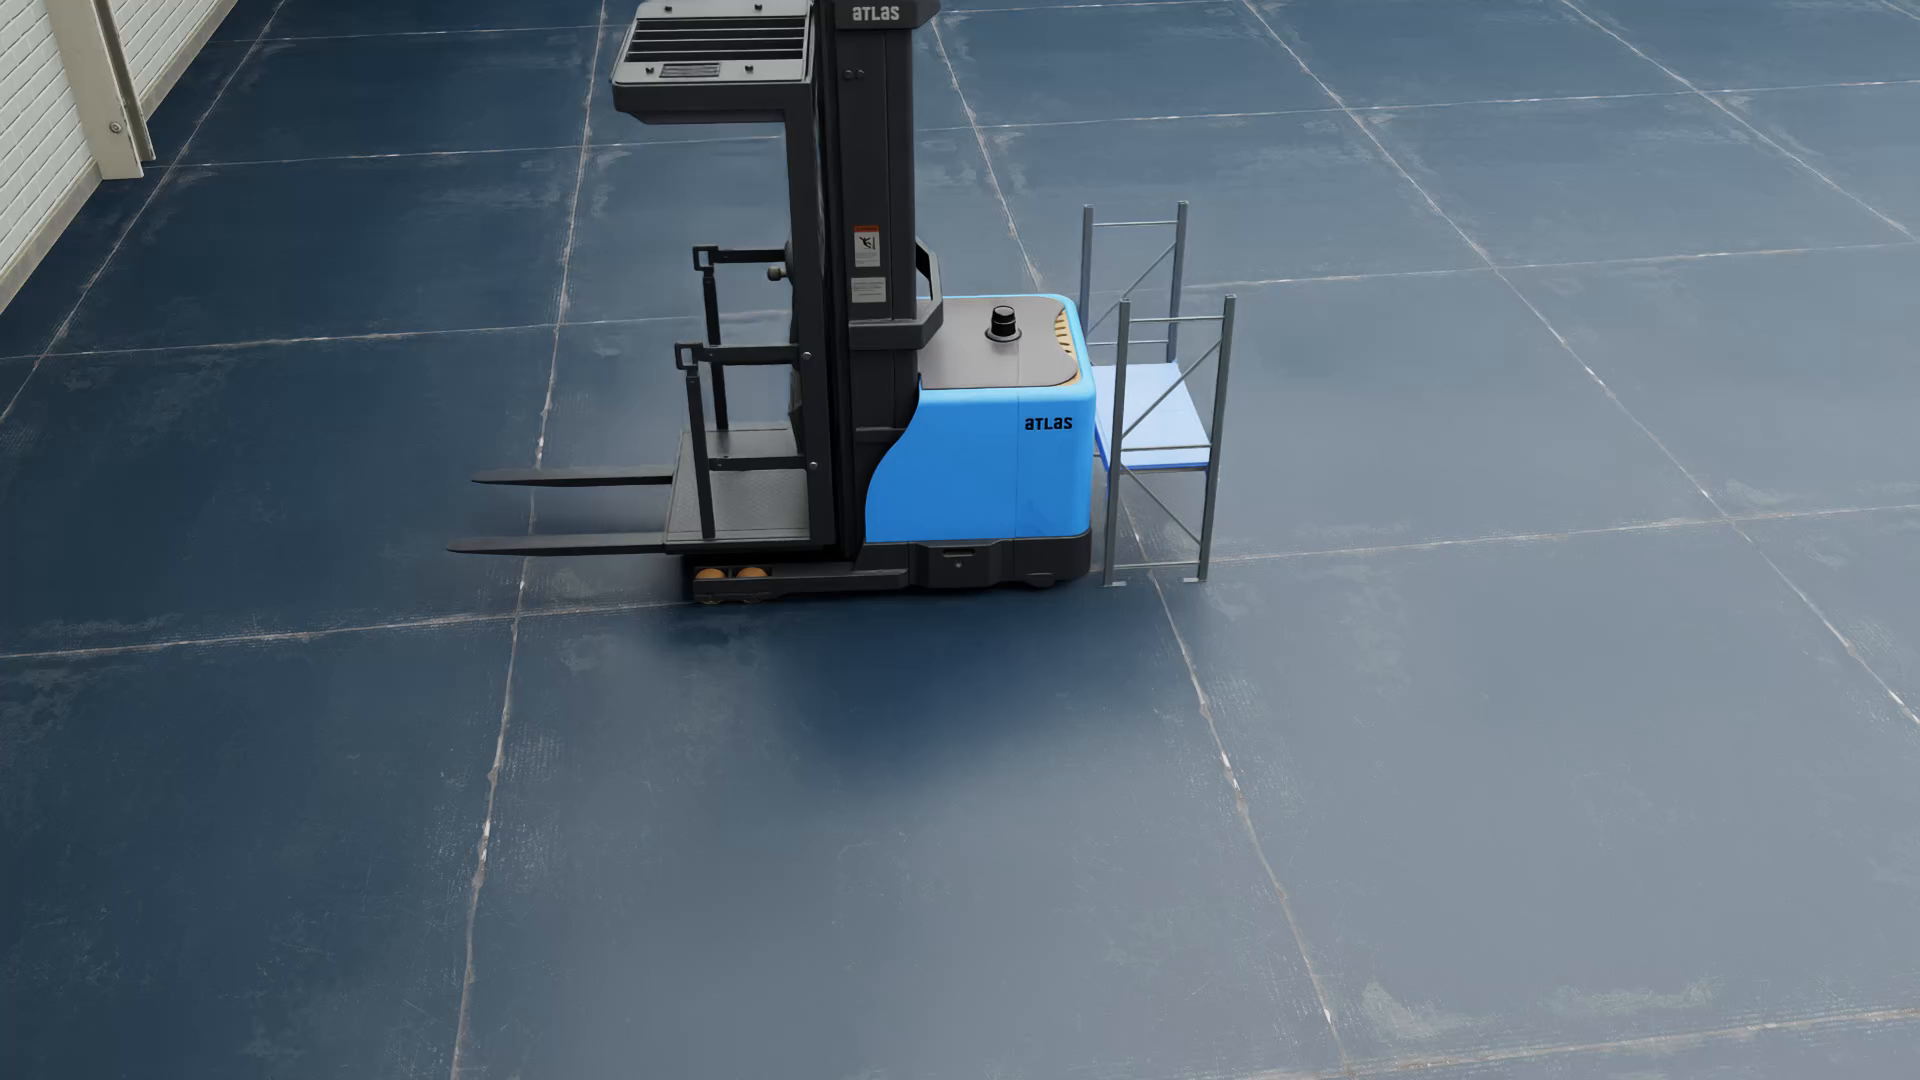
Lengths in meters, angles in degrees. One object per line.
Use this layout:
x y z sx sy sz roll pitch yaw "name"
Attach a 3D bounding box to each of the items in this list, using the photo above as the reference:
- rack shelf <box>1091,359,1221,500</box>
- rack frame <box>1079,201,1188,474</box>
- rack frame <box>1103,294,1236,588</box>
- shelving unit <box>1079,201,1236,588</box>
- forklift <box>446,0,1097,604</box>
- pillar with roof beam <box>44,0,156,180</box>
0.886 -0.551 8.046 0.538 0.185 1.000 -3 34 -4 "rack shelf"
0.841 -0.985 8.363 0.500 1.500 0.032 -3 34 -4 "rack frame"
0.932 -0.414 7.526 0.500 1.500 0.032 -3 34 -4 "rack frame"
0.886 -0.700 7.945 0.538 1.500 1.048 -3 34 -4 "shelving unit"
-0.915 -1.217 7.433 3.031 2.935 1.130 -2 34 -3 "forklift"
-1.882 -6.788 10.219 9.100 9.000 0.400 -4 35 -6 "pillar with roof beam"
